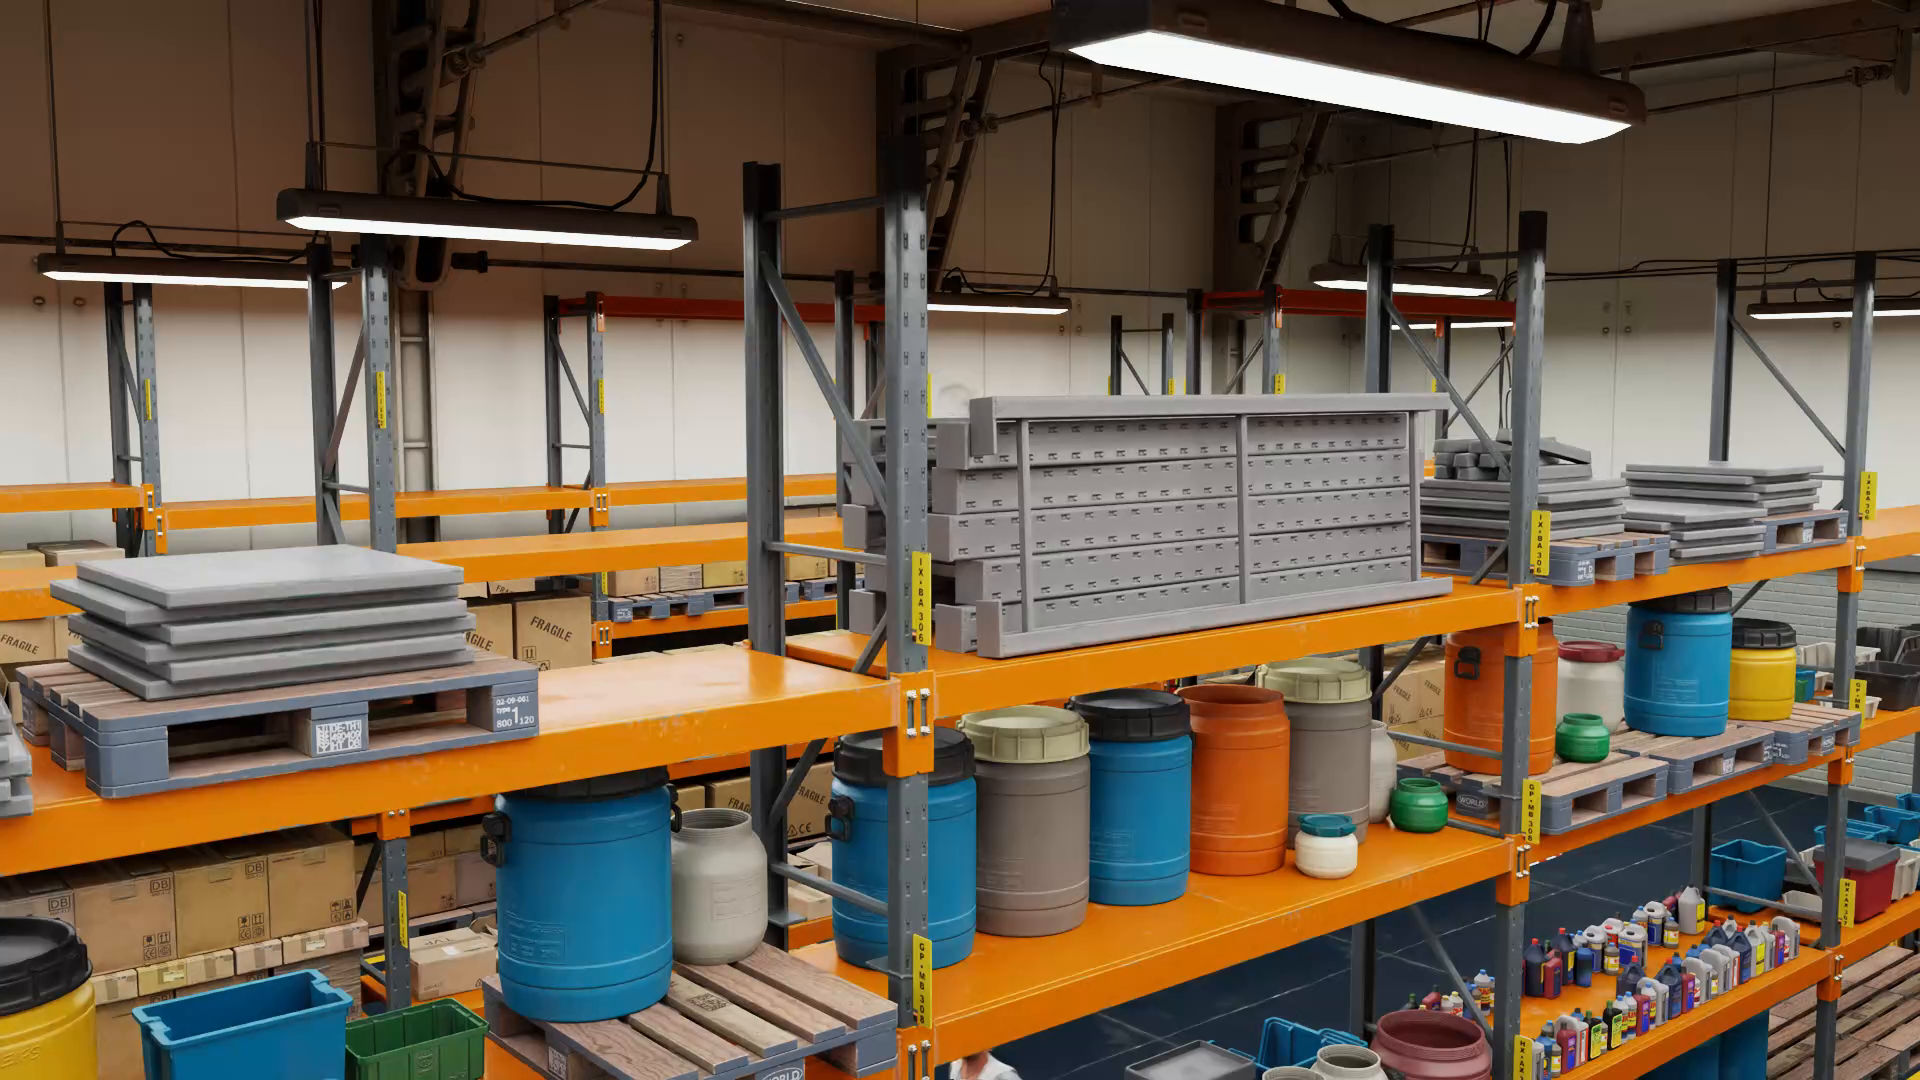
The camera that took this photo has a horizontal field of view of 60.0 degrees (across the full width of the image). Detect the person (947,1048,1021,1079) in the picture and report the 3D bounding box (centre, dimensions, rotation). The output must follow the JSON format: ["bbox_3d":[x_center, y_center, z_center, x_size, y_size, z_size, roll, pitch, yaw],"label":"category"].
[{"bbox_3d":[0.137,3.435,9.191,0.675,1.721,0.676,-5,8,-44],"label":"person"}]
